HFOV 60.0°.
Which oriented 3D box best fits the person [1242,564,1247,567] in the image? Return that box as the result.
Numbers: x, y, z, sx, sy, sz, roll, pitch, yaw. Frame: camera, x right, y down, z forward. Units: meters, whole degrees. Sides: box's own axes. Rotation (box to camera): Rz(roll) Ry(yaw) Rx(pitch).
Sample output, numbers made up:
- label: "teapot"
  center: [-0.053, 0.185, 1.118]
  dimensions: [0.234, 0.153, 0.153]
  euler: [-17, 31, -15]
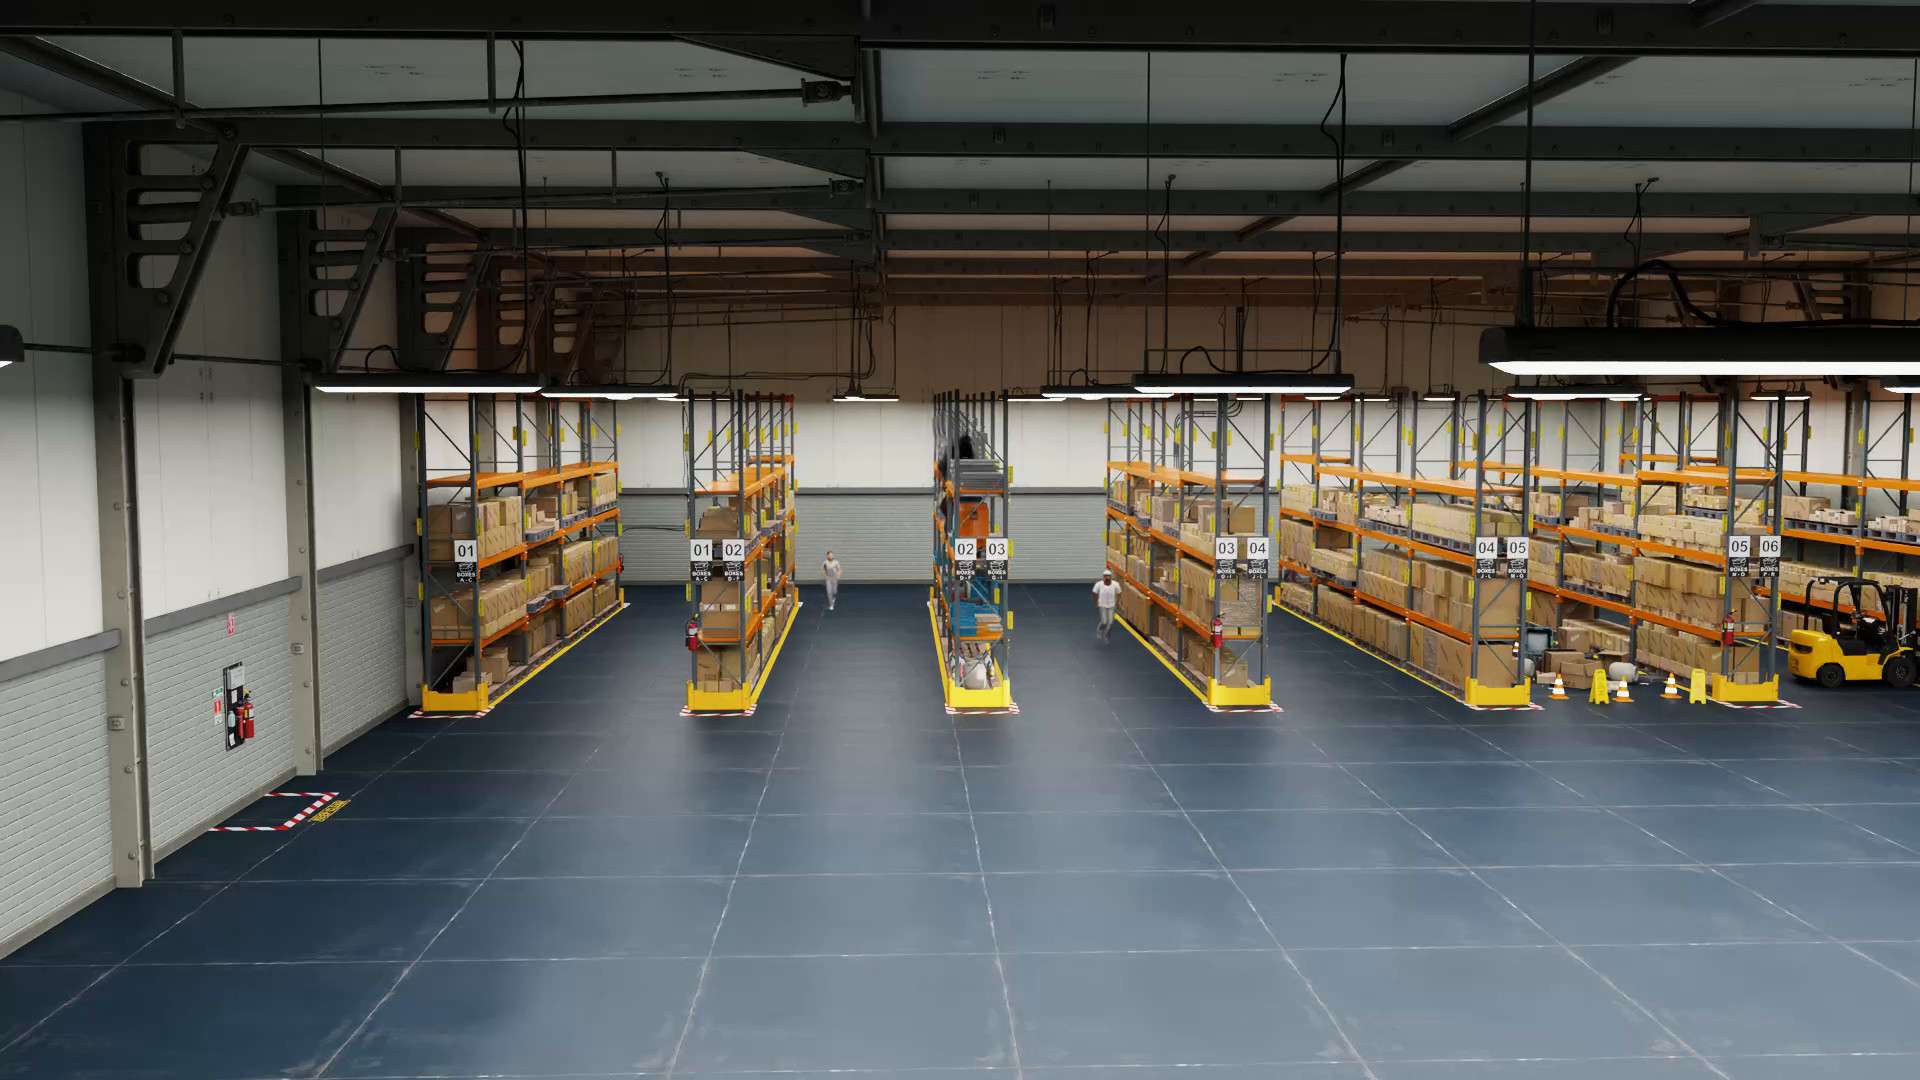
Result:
- label: "person"
  center: [7.836, 1.154, 45.864]
  dimensions: [0.625, 1.654, 0.723]
  euler: [-1, 5, -7]

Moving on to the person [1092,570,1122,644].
- label: "person"
  center: [3.445, 1.554, 38.795]
  dimensions: [0.686, 1.731, 0.615]
  euler: [0, 5, -2]

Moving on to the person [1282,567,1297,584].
- label: "person"
  center: [9.798, 0.848, 49.413]
  dimensions: [0.687, 1.724, 0.634]
  euler: [-2, 5, -27]

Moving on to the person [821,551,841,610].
- label: "person"
  center: [-3.611, 1.126, 46.533]
  dimensions: [0.565, 1.630, 0.572]
  euler: [-1, 5, -8]
